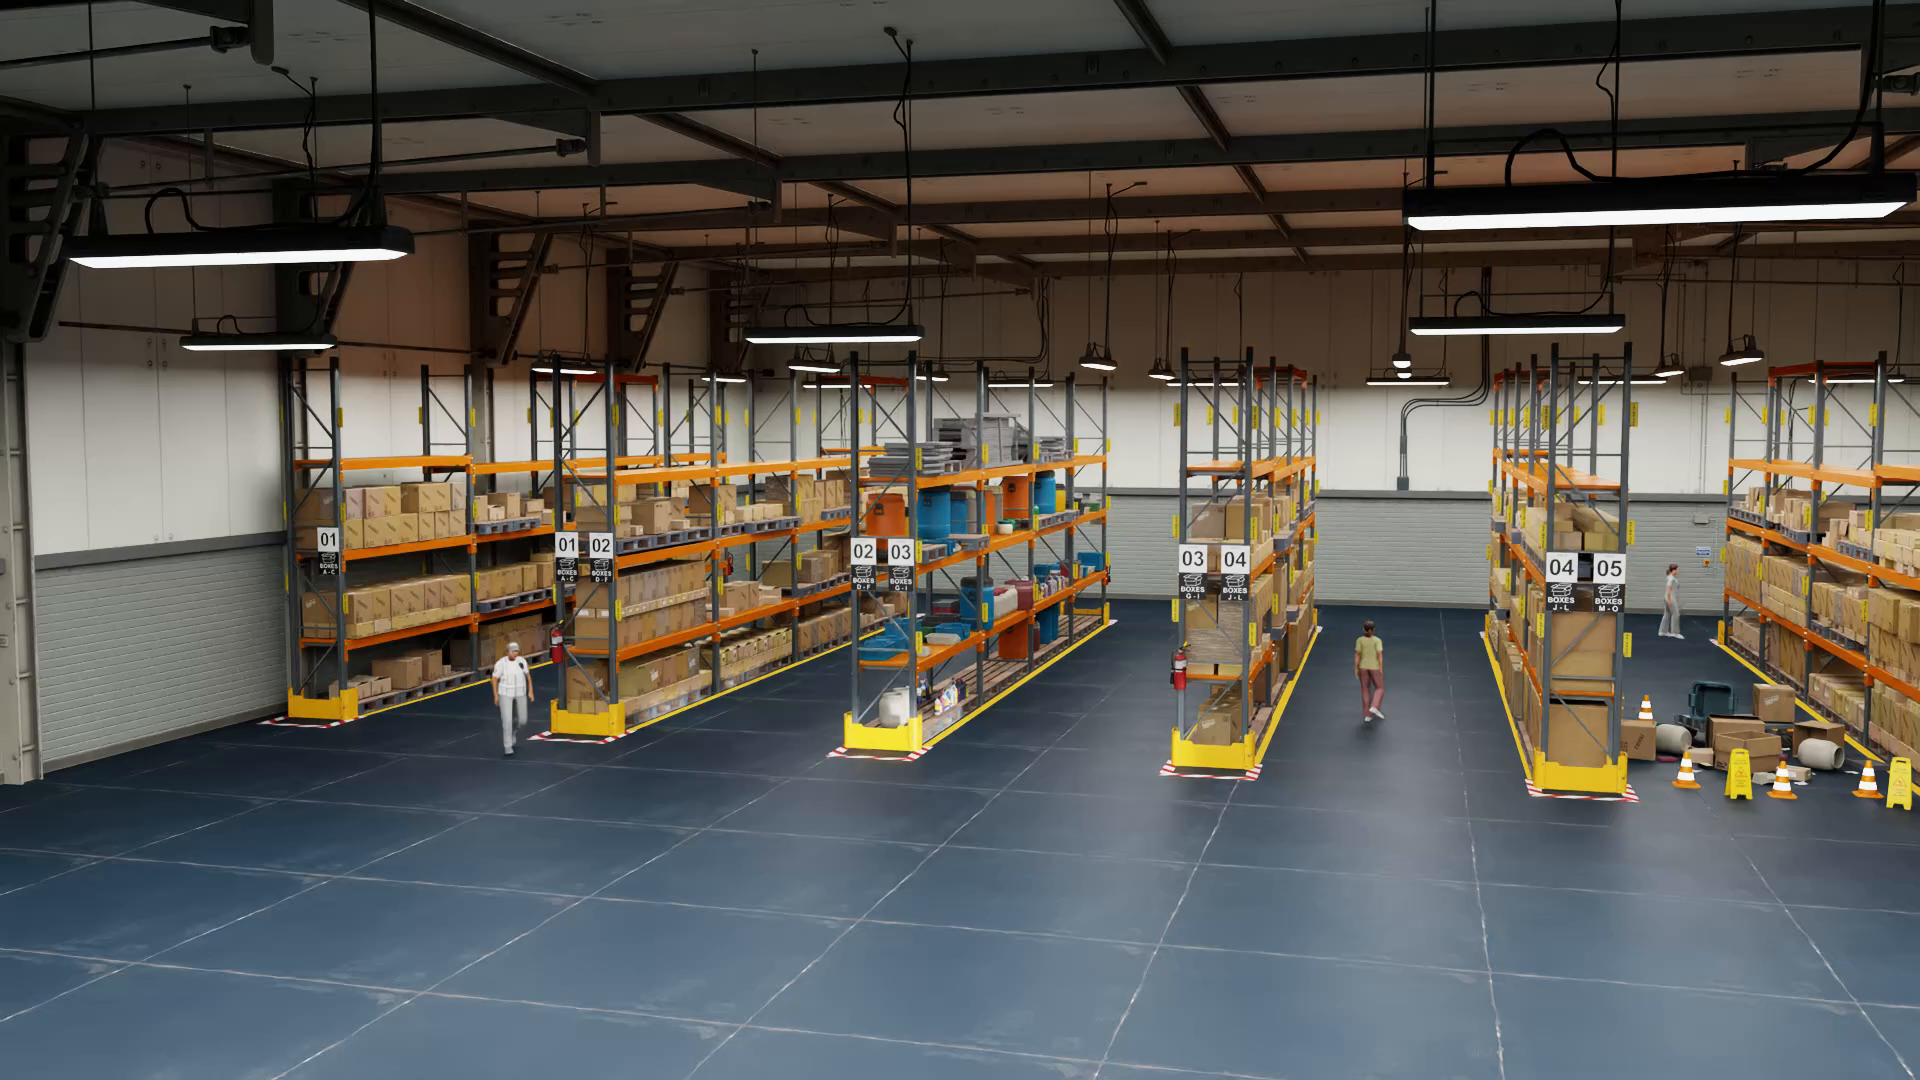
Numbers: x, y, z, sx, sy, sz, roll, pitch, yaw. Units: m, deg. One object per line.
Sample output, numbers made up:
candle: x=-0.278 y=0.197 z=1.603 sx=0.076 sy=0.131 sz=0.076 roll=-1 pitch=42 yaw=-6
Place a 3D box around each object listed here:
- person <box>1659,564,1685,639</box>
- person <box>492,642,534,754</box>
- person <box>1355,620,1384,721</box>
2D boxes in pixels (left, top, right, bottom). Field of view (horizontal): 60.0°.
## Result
person: x=16.261 y=1.390 z=37.936 sx=0.556 sy=1.701 sz=0.492 roll=2 pitch=4 yaw=20
person: x=-6.722 y=2.341 z=24.984 sx=0.585 sy=1.644 sz=0.697 roll=-3 pitch=5 yaw=-31
person: x=6.754 y=2.159 z=27.408 sx=0.500 sy=1.670 sz=0.502 roll=1 pitch=4 yaw=19
